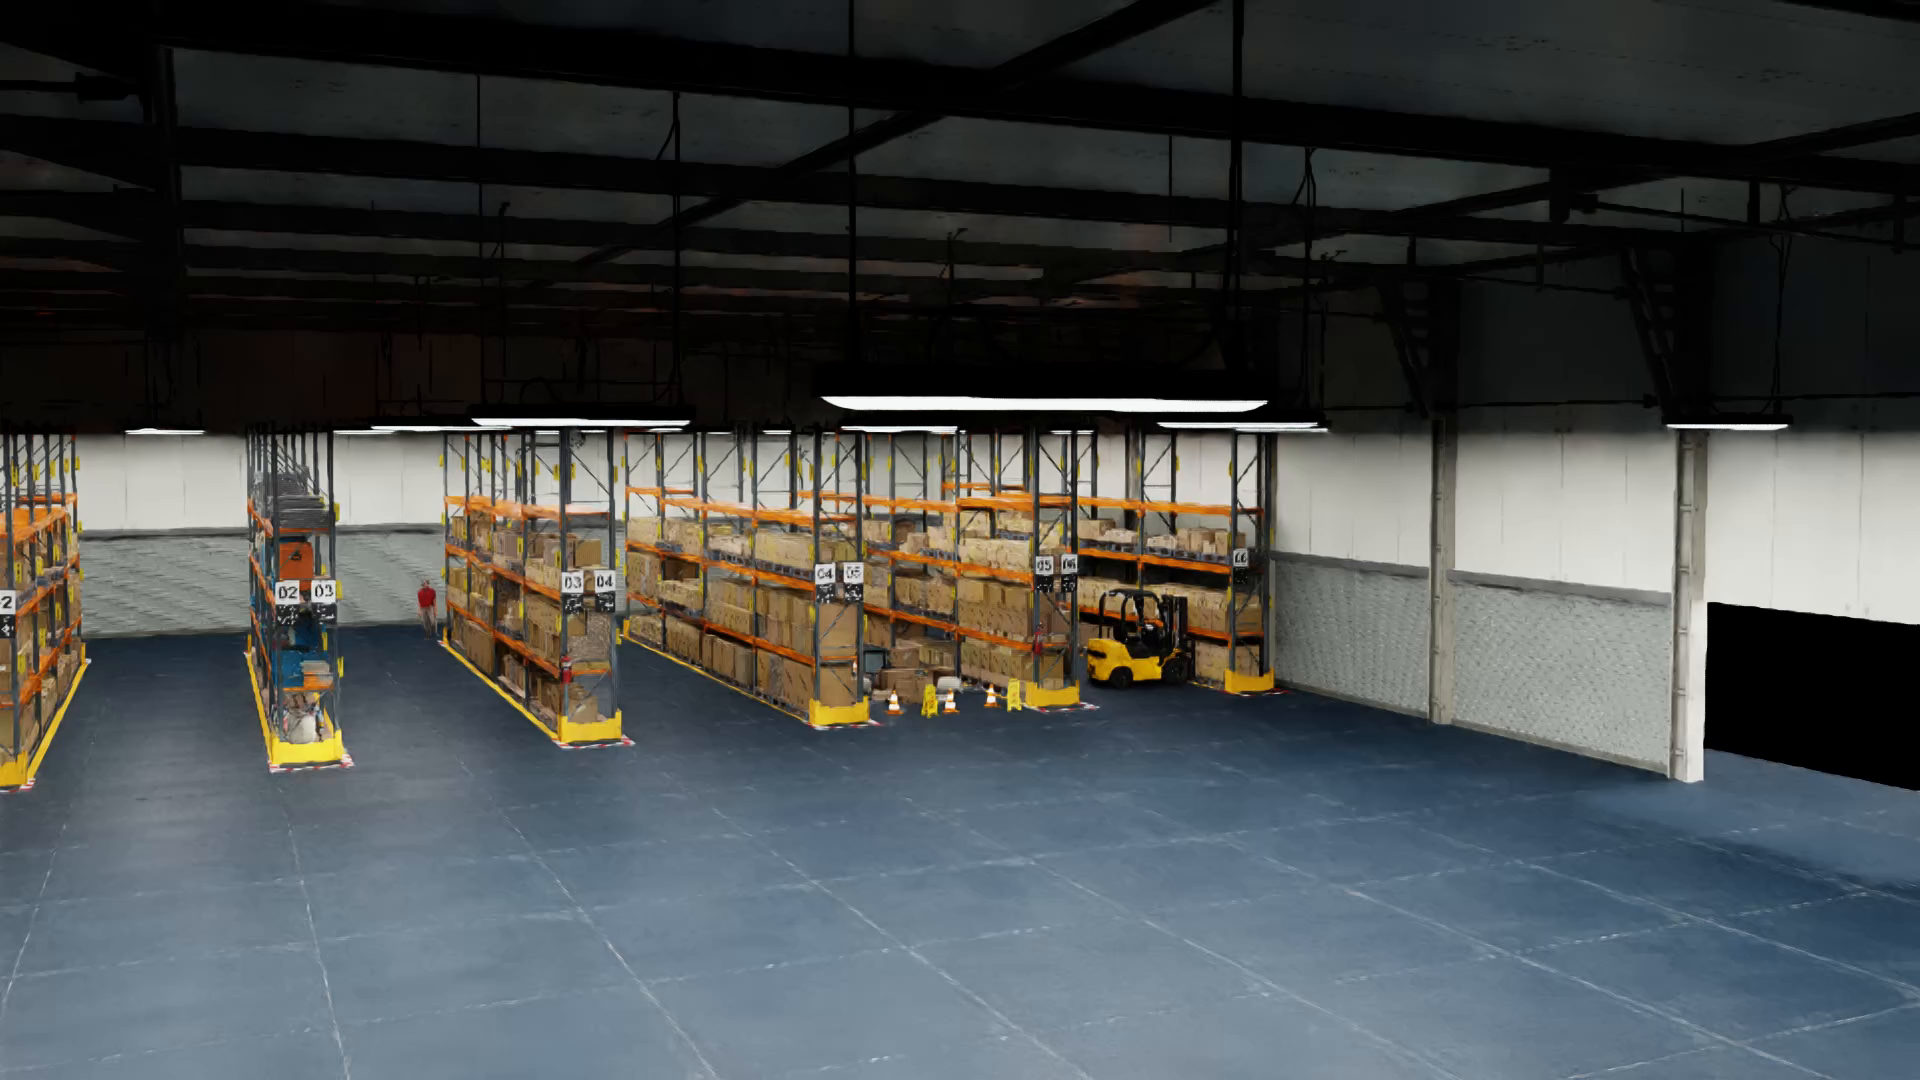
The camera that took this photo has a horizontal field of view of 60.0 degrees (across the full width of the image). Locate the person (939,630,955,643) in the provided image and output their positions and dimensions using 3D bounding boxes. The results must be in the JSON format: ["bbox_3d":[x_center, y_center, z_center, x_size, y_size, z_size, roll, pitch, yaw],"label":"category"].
[{"bbox_3d":[-0.342,1.939,46.017,0.575,1.785,0.655,0,4,2],"label":"person"}]

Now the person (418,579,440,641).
[{"bbox_3d":[-14.820,1.953,46.422,0.590,1.724,0.539,0,4,5],"label":"person"}]

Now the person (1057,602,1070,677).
[{"bbox_3d":[2.396,2.351,39.481,0.551,1.782,0.631,0,4,5],"label":"person"}]
